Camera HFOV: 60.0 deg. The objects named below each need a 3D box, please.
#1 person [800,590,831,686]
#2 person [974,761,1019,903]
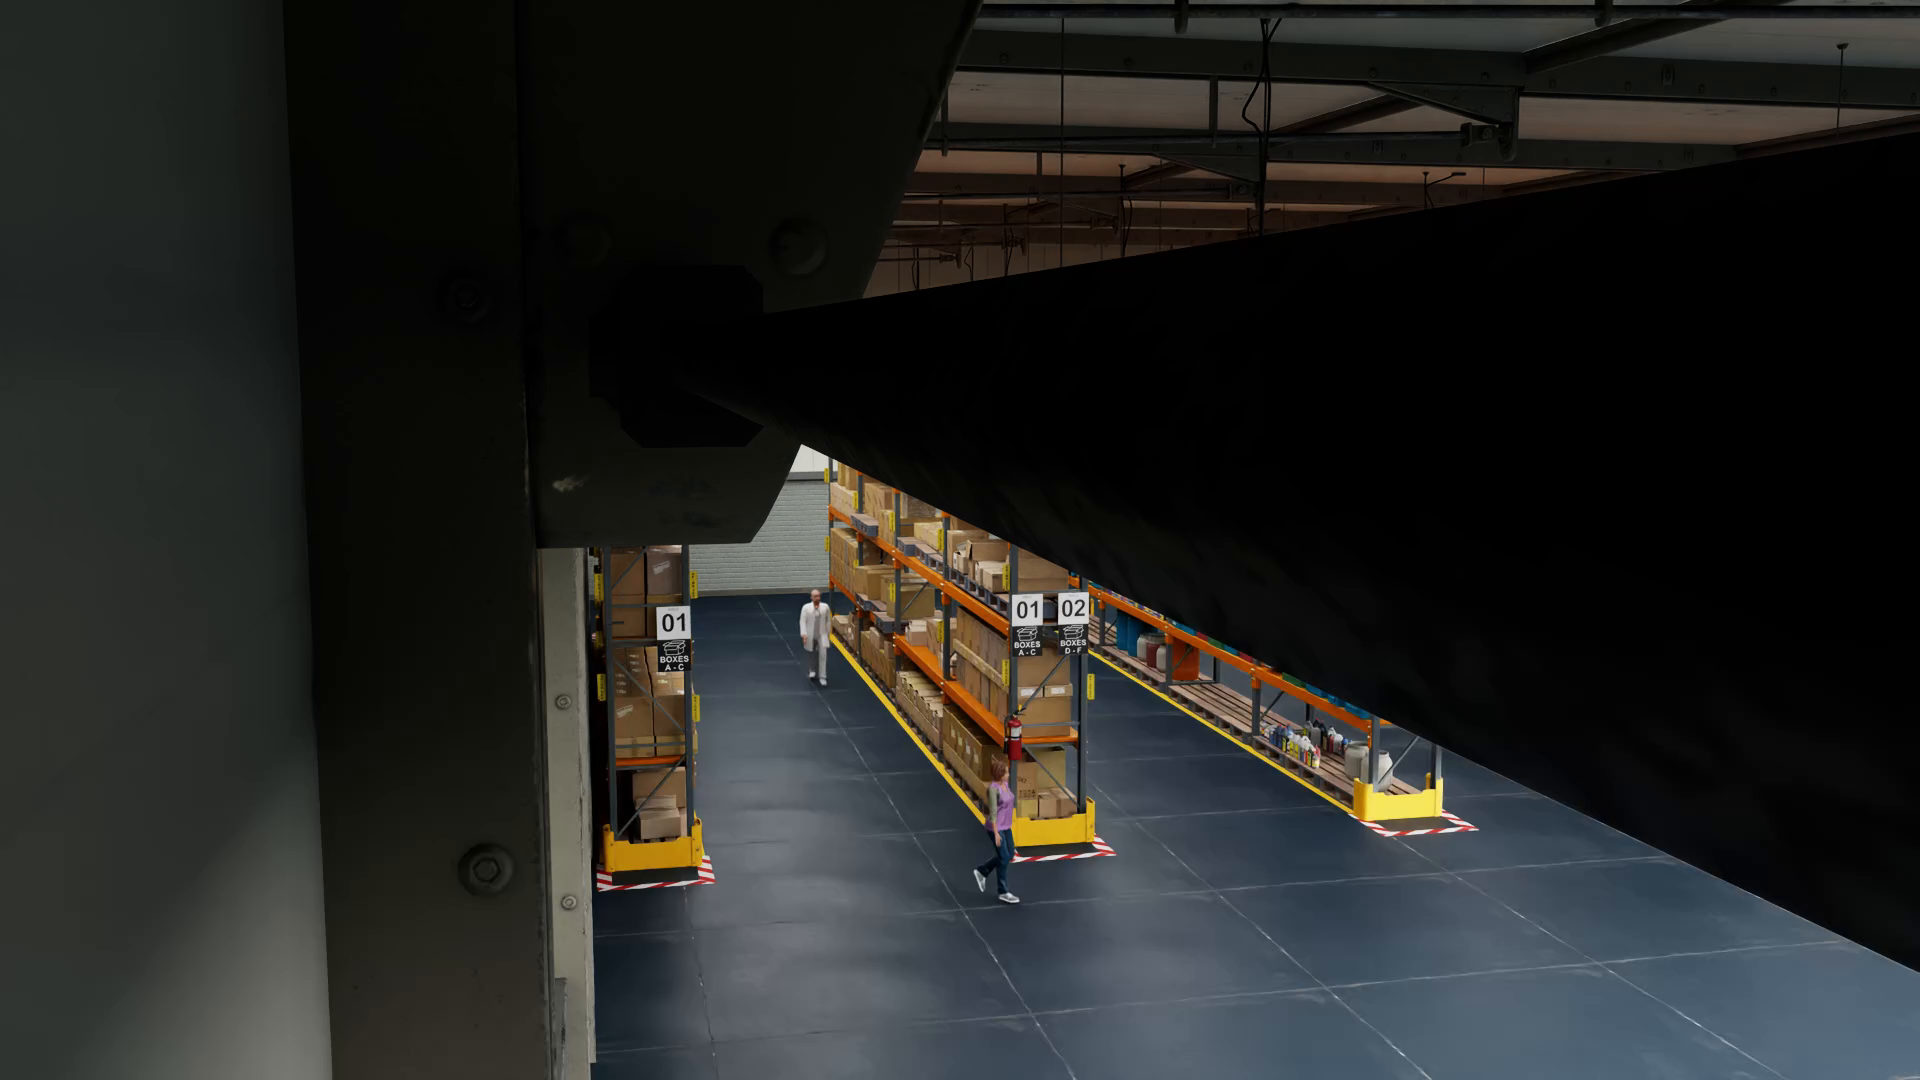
[{"bbox_3d":[-2.674,1.787,30.903,0.603,1.713,1.121,-1,7,-9],"label":"person"},{"bbox_3d":[0.431,3.292,18.935,0.620,1.589,0.475,3,7,24],"label":"person"}]
